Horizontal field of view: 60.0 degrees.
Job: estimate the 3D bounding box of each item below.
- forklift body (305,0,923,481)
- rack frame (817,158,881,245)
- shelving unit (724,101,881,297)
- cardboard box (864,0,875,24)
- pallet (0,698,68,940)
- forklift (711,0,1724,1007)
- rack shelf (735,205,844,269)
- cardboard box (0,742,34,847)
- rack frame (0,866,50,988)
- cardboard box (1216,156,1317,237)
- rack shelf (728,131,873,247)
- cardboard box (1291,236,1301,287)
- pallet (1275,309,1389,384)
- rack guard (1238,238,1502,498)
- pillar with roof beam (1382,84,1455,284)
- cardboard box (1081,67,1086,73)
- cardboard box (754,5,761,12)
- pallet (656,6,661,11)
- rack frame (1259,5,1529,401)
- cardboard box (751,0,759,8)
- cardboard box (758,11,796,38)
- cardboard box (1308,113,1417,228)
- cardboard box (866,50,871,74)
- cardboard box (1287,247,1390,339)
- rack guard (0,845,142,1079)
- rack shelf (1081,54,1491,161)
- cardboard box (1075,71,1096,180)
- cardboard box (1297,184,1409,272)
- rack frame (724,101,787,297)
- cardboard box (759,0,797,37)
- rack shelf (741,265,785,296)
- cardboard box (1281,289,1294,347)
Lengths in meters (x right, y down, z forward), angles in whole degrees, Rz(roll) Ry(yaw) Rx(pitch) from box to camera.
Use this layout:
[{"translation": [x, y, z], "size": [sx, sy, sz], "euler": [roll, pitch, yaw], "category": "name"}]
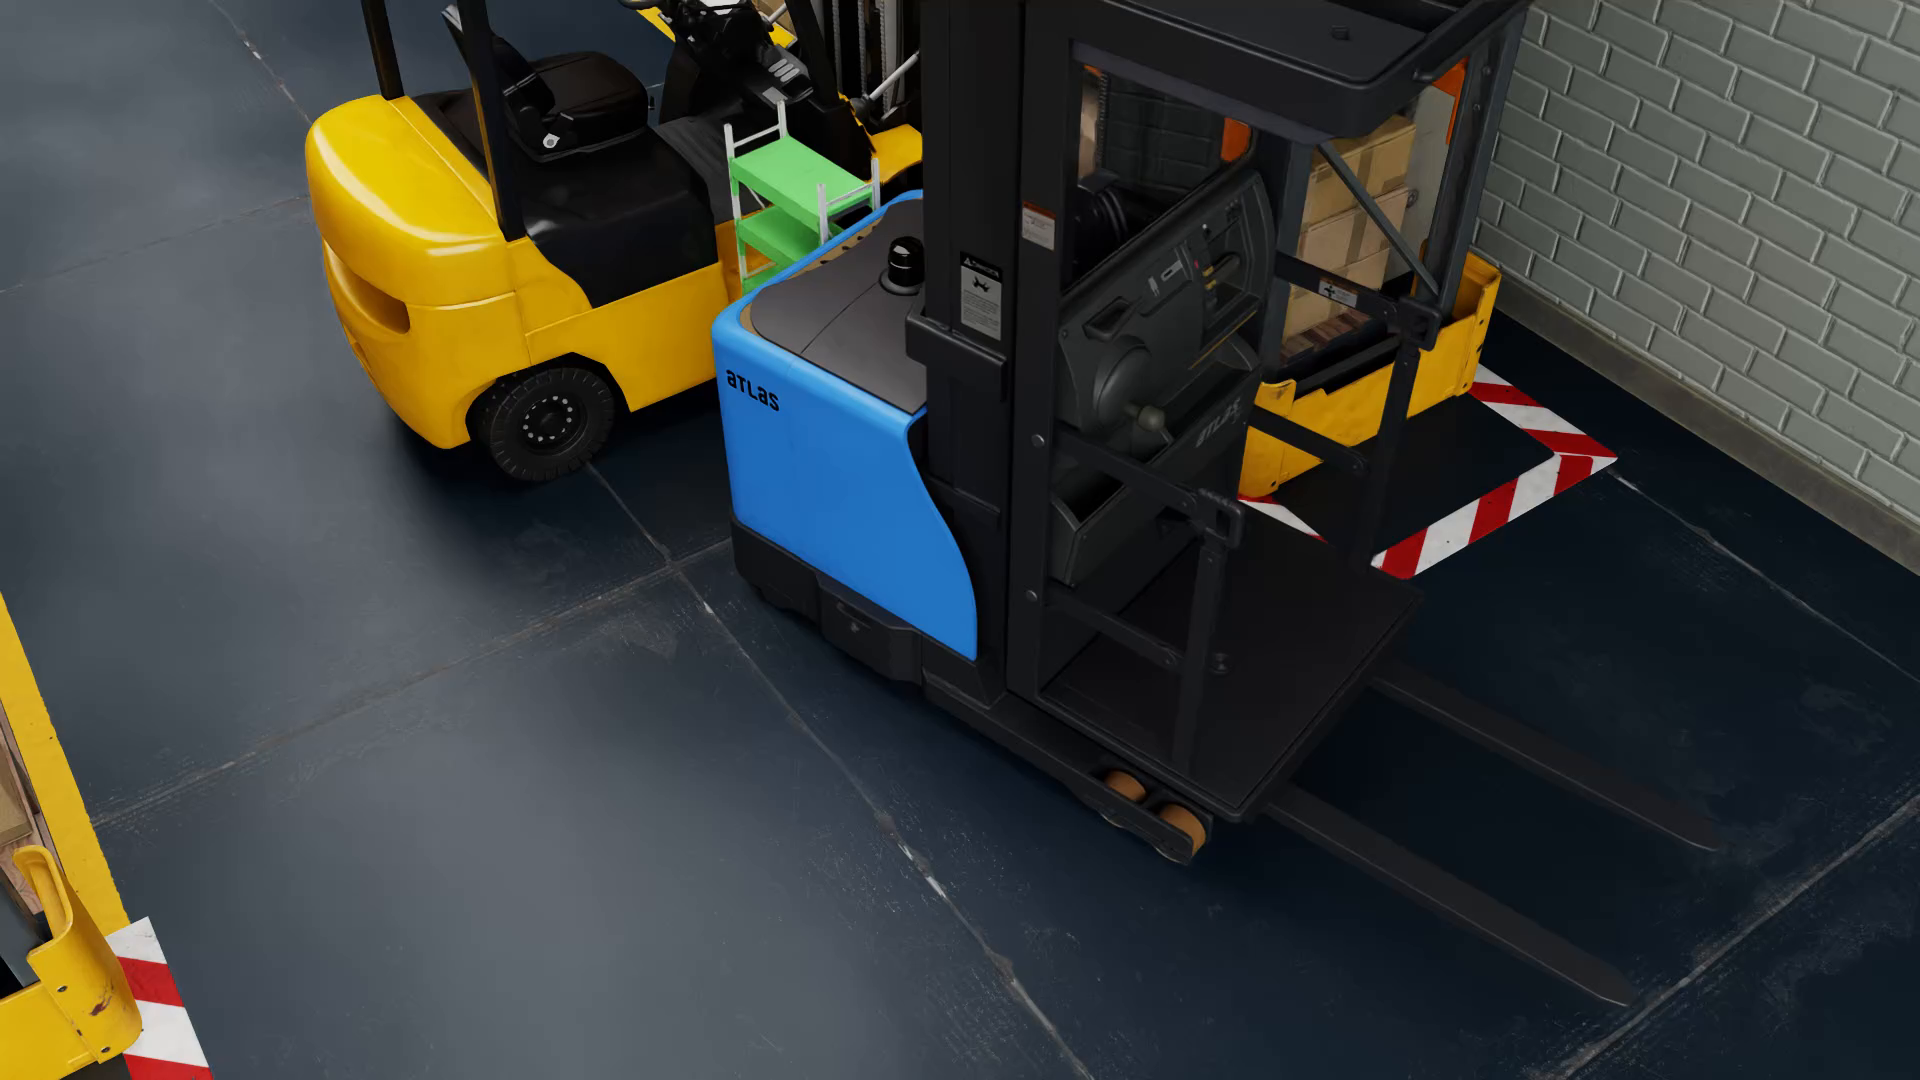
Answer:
[{"translation": [-1.182, -1.606, 5.874], "size": [2.313, 2.155, 1.214], "euler": [-26, 49, -24], "category": "forklift body"}, {"translation": [-0.351, -0.723, 5.639], "size": [0.240, 1.200, 0.015], "euler": [-32, 52, -29], "category": "rack frame"}, {"translation": [-0.515, -0.848, 5.770], "size": [0.258, 1.200, 0.503], "euler": [-32, 52, -29], "category": "shelving unit"}, {"translation": [-0.292, -2.375, 7.028], "size": [0.500, 0.250, 0.500], "euler": [-24, 49, -23], "category": "cardboard box"}, {"translation": [-3.149, 0.895, 4.659], "size": [1.003, 0.211, 1.213], "euler": [-26, 49, -24], "category": "pallet"}, {"translation": [0.713, -0.555, 4.209], "size": [3.031, 2.935, 1.130], "euler": [29, 51, 27], "category": "forklift"}, {"translation": [-0.515, -0.976, 5.648], "size": [0.258, 0.148, 0.480], "euler": [-32, 52, -29], "category": "rack shelf"}, {"translation": [-2.905, 0.680, 4.552], "size": [0.500, 0.250, 0.500], "euler": [-26, 49, -25], "category": "cardboard box"}, {"translation": [-2.670, 0.404, 3.155], "size": [1.000, 3.000, 0.127], "euler": [-26, 49, -24], "category": "rack frame"}, {"translation": [0.880, -1.216, 5.814], "size": [0.500, 0.250, 0.500], "euler": [-24, 49, -23], "category": "cardboard box"}, {"translation": [-0.515, -1.149, 5.482], "size": [0.258, 0.148, 0.480], "euler": [-32, 52, -29], "category": "rack shelf"}, {"translation": [0.864, -1.050, 6.002], "size": [0.500, 0.250, 0.500], "euler": [-26, 50, -25], "category": "cardboard box"}, {"translation": [0.927, -0.967, 6.610], "size": [1.003, 0.211, 1.213], "euler": [-26, 49, -24], "category": "pallet"}, {"translation": [1.413, -0.641, 6.060], "size": [1.175, 0.500, 0.348], "euler": [-26, 49, -24], "category": "rack guard"}, {"translation": [-1.791, -2.779, 2.144], "size": [9.100, 9.000, 0.400], "euler": [-26, 49, -24], "category": "pillar with roof beam"}, {"translation": [0.286, -1.785, 6.410], "size": [0.500, 0.250, 0.500], "euler": [-25, 49, -24], "category": "cardboard box"}, {"translation": [-0.884, -2.577, 7.965], "size": [0.500, 0.250, 0.500], "euler": [-25, 49, -24], "category": "cardboard box"}, {"translation": [-1.343, -3.218, 8.968], "size": [1.003, 0.211, 1.213], "euler": [-26, 49, -24], "category": "pallet"}, {"translation": [1.399, -1.559, 5.211], "size": [1.000, 3.000, 0.127], "euler": [-26, 49, -24], "category": "rack frame"}, {"translation": [-0.866, -2.767, 7.801], "size": [0.500, 0.250, 0.500], "euler": [-26, 49, -25], "category": "cardboard box"}, {"translation": [-0.581, -2.296, 7.670], "size": [0.500, 0.250, 0.500], "euler": [-27, 50, -25], "category": "cardboard box"}, {"translation": [1.279, -1.425, 6.034], "size": [0.500, 0.250, 0.500], "euler": [-26, 50, -25], "category": "cardboard box"}, {"translation": [-0.298, -2.193, 7.200], "size": [0.500, 0.250, 0.500], "euler": [-26, 50, -25], "category": "cardboard box"}, {"translation": [1.279, -1.072, 6.388], "size": [0.500, 0.250, 0.500], "euler": [-26, 49, -24], "category": "cardboard box"}, {"translation": [-2.713, 1.265, 4.063], "size": [1.175, 0.500, 0.348], "euler": [-26, 49, -24], "category": "rack guard"}, {"translation": [0.255, -2.432, 6.646], "size": [1.077, 0.370, 4.000], "euler": [-26, 49, -24], "category": "rack shelf"}, {"translation": [0.583, -1.503, 6.115], "size": [0.500, 0.250, 0.500], "euler": [-25, 49, -24], "category": "cardboard box"}, {"translation": [1.300, -1.246, 6.208], "size": [0.500, 0.250, 0.500], "euler": [-25, 49, -24], "category": "cardboard box"}, {"translation": [-0.678, -0.973, 5.901], "size": [0.240, 1.200, 0.015], "euler": [-32, 52, -29], "category": "rack frame"}, {"translation": [-0.576, -2.482, 7.503], "size": [0.500, 0.250, 0.500], "euler": [-26, 49, -25], "category": "cardboard box"}, {"translation": [-0.515, -0.802, 5.814], "size": [0.258, 0.148, 0.480], "euler": [-32, 52, -29], "category": "rack shelf"}, {"translation": [0.871, -0.858, 6.163], "size": [0.500, 0.250, 0.500], "euler": [-25, 49, -24], "category": "cardboard box"}]
